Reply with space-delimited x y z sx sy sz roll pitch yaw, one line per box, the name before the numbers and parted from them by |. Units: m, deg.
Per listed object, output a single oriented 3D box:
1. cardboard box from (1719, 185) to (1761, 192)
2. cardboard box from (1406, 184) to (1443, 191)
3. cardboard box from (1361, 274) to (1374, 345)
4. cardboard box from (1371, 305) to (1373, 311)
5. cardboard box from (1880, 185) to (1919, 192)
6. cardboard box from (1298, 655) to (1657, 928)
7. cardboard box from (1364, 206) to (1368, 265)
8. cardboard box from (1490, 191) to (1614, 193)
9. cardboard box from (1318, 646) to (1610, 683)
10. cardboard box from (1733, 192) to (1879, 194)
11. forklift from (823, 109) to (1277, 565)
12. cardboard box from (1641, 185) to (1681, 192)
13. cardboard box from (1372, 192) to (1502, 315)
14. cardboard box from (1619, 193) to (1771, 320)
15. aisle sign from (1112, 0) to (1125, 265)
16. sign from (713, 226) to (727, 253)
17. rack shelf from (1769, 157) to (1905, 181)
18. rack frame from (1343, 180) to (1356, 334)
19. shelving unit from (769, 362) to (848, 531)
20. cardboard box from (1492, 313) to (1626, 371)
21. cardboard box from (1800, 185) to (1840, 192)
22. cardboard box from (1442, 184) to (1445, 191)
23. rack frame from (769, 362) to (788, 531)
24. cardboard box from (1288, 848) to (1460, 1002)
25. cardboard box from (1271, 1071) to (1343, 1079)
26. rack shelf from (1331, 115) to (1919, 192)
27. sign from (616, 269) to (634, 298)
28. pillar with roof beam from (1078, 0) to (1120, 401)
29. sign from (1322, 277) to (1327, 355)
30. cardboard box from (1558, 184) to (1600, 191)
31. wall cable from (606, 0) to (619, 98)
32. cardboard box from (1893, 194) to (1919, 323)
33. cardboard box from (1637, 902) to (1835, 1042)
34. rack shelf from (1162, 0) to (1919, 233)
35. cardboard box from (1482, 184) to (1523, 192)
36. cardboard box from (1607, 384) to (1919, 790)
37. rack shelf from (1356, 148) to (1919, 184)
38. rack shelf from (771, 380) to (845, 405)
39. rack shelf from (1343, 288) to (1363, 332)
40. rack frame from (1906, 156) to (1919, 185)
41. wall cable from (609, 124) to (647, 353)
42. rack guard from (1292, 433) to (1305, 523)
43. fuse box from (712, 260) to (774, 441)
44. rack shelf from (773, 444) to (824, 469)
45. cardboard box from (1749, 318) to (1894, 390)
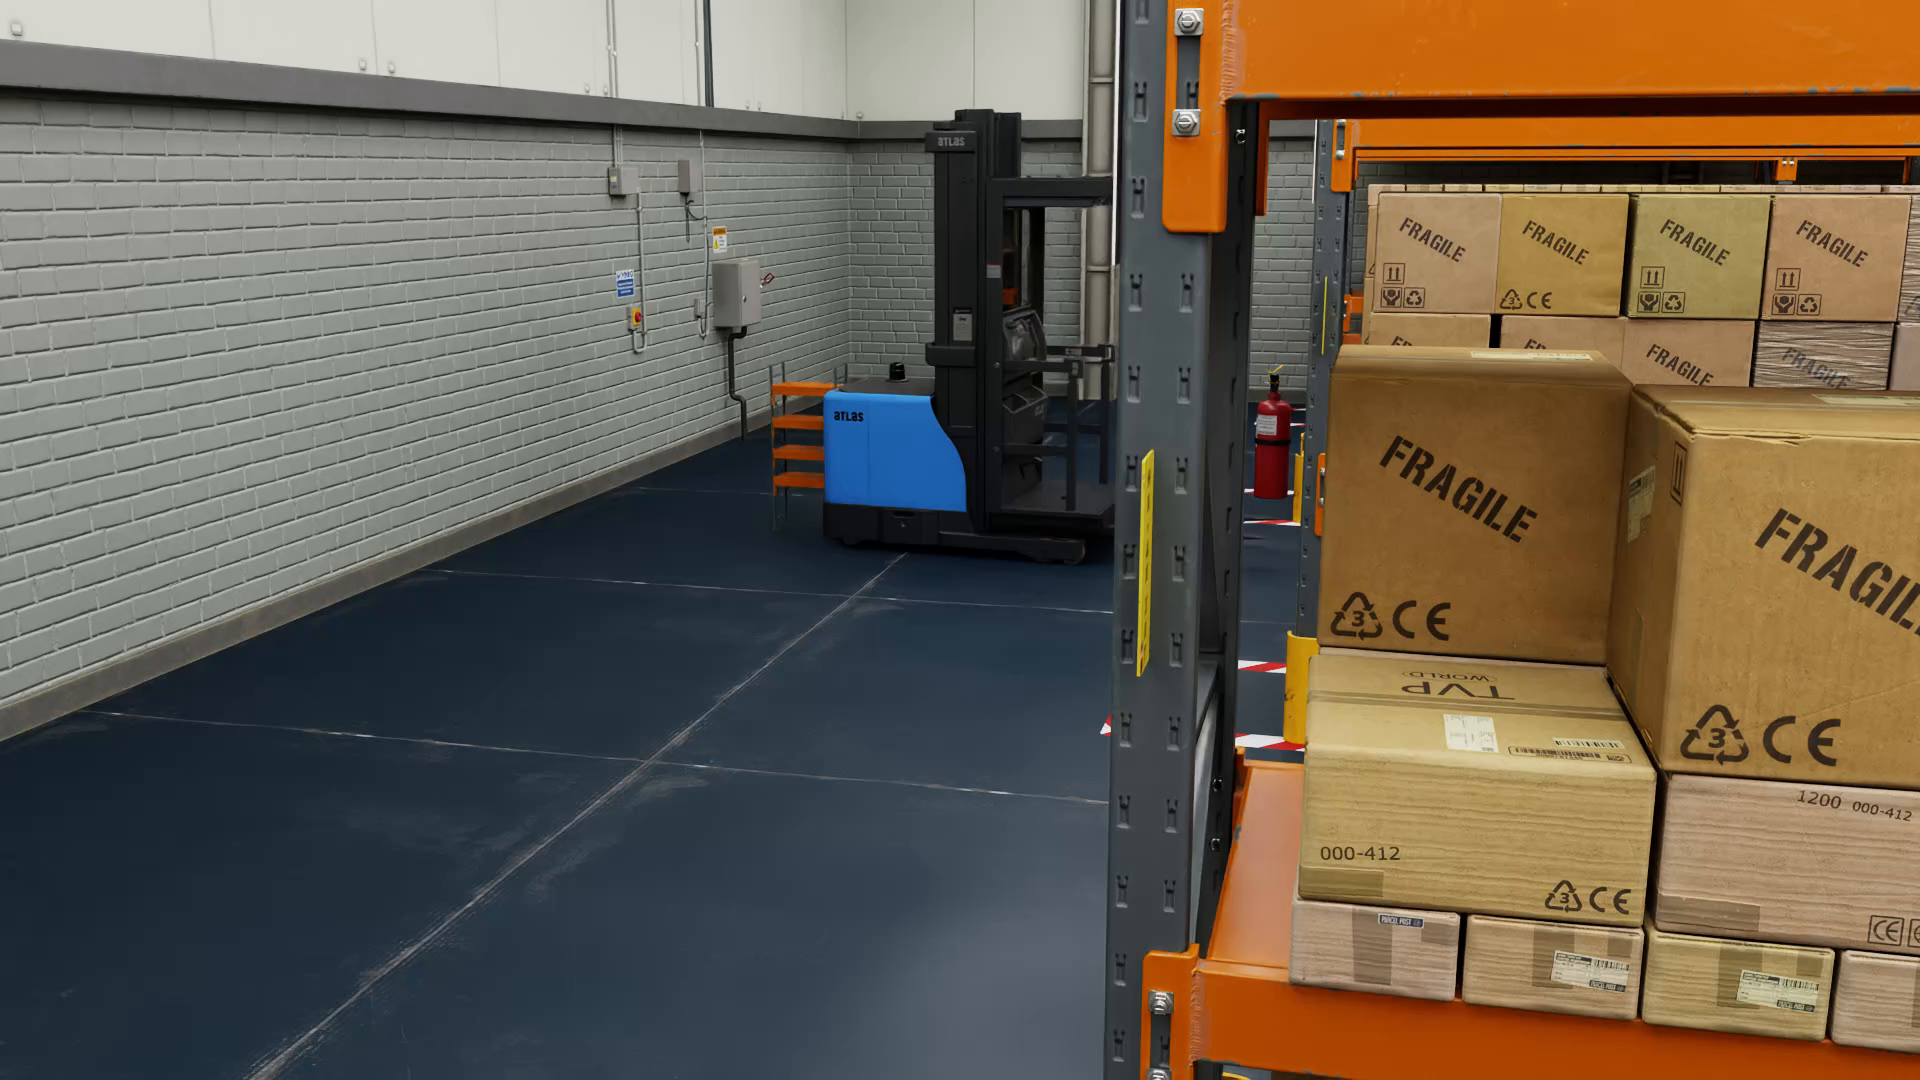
cardboard box | 5.326 -2.366 11.435 0.250 0.149 0.380 3 13 13
cardboard box | 3.339 -2.483 11.962 0.250 0.149 0.380 3 13 15
cardboard box | 3.186 -1.668 12.095 0.500 0.500 0.500 3 13 13
cardboard box | 2.199 -0.883 7.871 0.500 0.500 0.500 3 13 15
cardboard box | 6.297 -2.299 11.136 0.250 0.149 0.380 3 13 12
cardboard box | 0.816 0.389 2.714 0.500 0.250 0.500 3 13 12
cardboard box | 3.314 -2.266 12.484 0.500 0.500 0.500 4 13 15
cardboard box | 2.697 -1.343 7.634 0.500 0.500 0.500 3 13 12
cardboard box | 0.949 0.277 3.220 0.500 0.250 0.500 3 13 13
cardboard box | 3.718 -1.291 7.400 0.500 0.500 0.500 3 13 12
forklift | 0.625 -1.394 11.250 3.031 2.935 1.130 4 13 17
cardboard box | 4.829 -2.389 11.538 0.250 0.149 0.380 3 13 14
cardboard box | 2.073 -1.261 7.267 0.500 0.500 0.500 3 13 13
cardboard box | 3.064 -1.205 7.012 0.500 0.500 0.500 3 13 12
aisle sign | 0.273 -0.830 2.549 0.004 0.787 0.394 3 13 14
sign | -2.261 -2.829 15.651 0.001 0.242 0.339 3 13 14
rack shelf | 9.800 -3.550 15.546 4.000 0.370 1.077 3 13 14
rack frame | 3.975 -2.748 17.196 0.127 3.000 1.000 3 13 14
shelving unit | -1.074 -0.660 11.937 0.503 1.200 0.258 4 13 17
cardboard box | 2.596 -0.748 7.264 0.500 0.500 0.500 3 13 14
cardboard box | 5.827 -2.351 11.368 0.250 0.149 0.380 3 13 14
cardboard box | 3.708 -2.578 12.390 0.250 0.149 0.380 3 13 13
rack frame | -1.307 -0.676 12.009 0.015 1.200 0.240 4 13 17
cardboard box | 0.680 0.590 2.729 0.250 0.149 0.380 3 13 14
cardboard box | 1.055 1.228 3.208 0.875 0.875 0.875 3 13 14
rack shelf | 3.643 -1.668 7.060 4.000 0.370 1.077 3 13 14
sign | -2.762 -2.117 13.727 0.001 0.218 0.327 3 13 14
pillar with roof beam | 0.541 -5.101 13.951 0.400 9.000 9.100 3 13 14
sign | 1.571 -0.967 7.167 0.005 0.325 0.100 3 13 14
cardboard box | 4.323 -2.411 11.638 0.250 0.149 0.380 3 13 14
wall cable | -2.801 -4.869 12.904 0.029 3.000 0.463 3 13 14
cardboard box | 4.067 -1.156 6.791 0.500 0.500 0.500 3 13 15
cardboard box | 1.178 0.616 2.611 0.250 0.149 0.380 3 13 12
rack shelf | 2.356 -0.630 2.383 4.000 0.370 1.077 3 13 14
cardboard box | 3.823 -2.435 11.748 0.250 0.149 0.380 3 13 12
cardboard box | 1.301 0.049 2.515 0.500 0.500 0.500 3 13 12
rack shelf | 4.731 -2.714 11.776 4.000 0.370 1.077 3 13 14
rack shelf | -1.074 -1.043 11.852 0.480 0.148 0.258 4 13 17
rack shelf | 5.916 -2.293 16.806 4.000 0.370 1.077 3 13 14
rack frame | 6.672 -1.497 11.555 0.127 3.000 1.000 3 13 14
wall cable | -2.691 -2.503 13.674 0.123 1.953 0.585 3 13 14
rack guard | 2.766 -0.485 12.767 0.348 0.500 1.175 3 13 14
fuse box | -2.046 -1.797 15.884 0.414 1.711 0.539 3 13 14
rack shelf | -1.074 -0.594 11.952 0.480 0.148 0.258 4 13 17
cardboard box | 3.565 -0.695 7.024 0.500 0.500 0.500 3 13 12
